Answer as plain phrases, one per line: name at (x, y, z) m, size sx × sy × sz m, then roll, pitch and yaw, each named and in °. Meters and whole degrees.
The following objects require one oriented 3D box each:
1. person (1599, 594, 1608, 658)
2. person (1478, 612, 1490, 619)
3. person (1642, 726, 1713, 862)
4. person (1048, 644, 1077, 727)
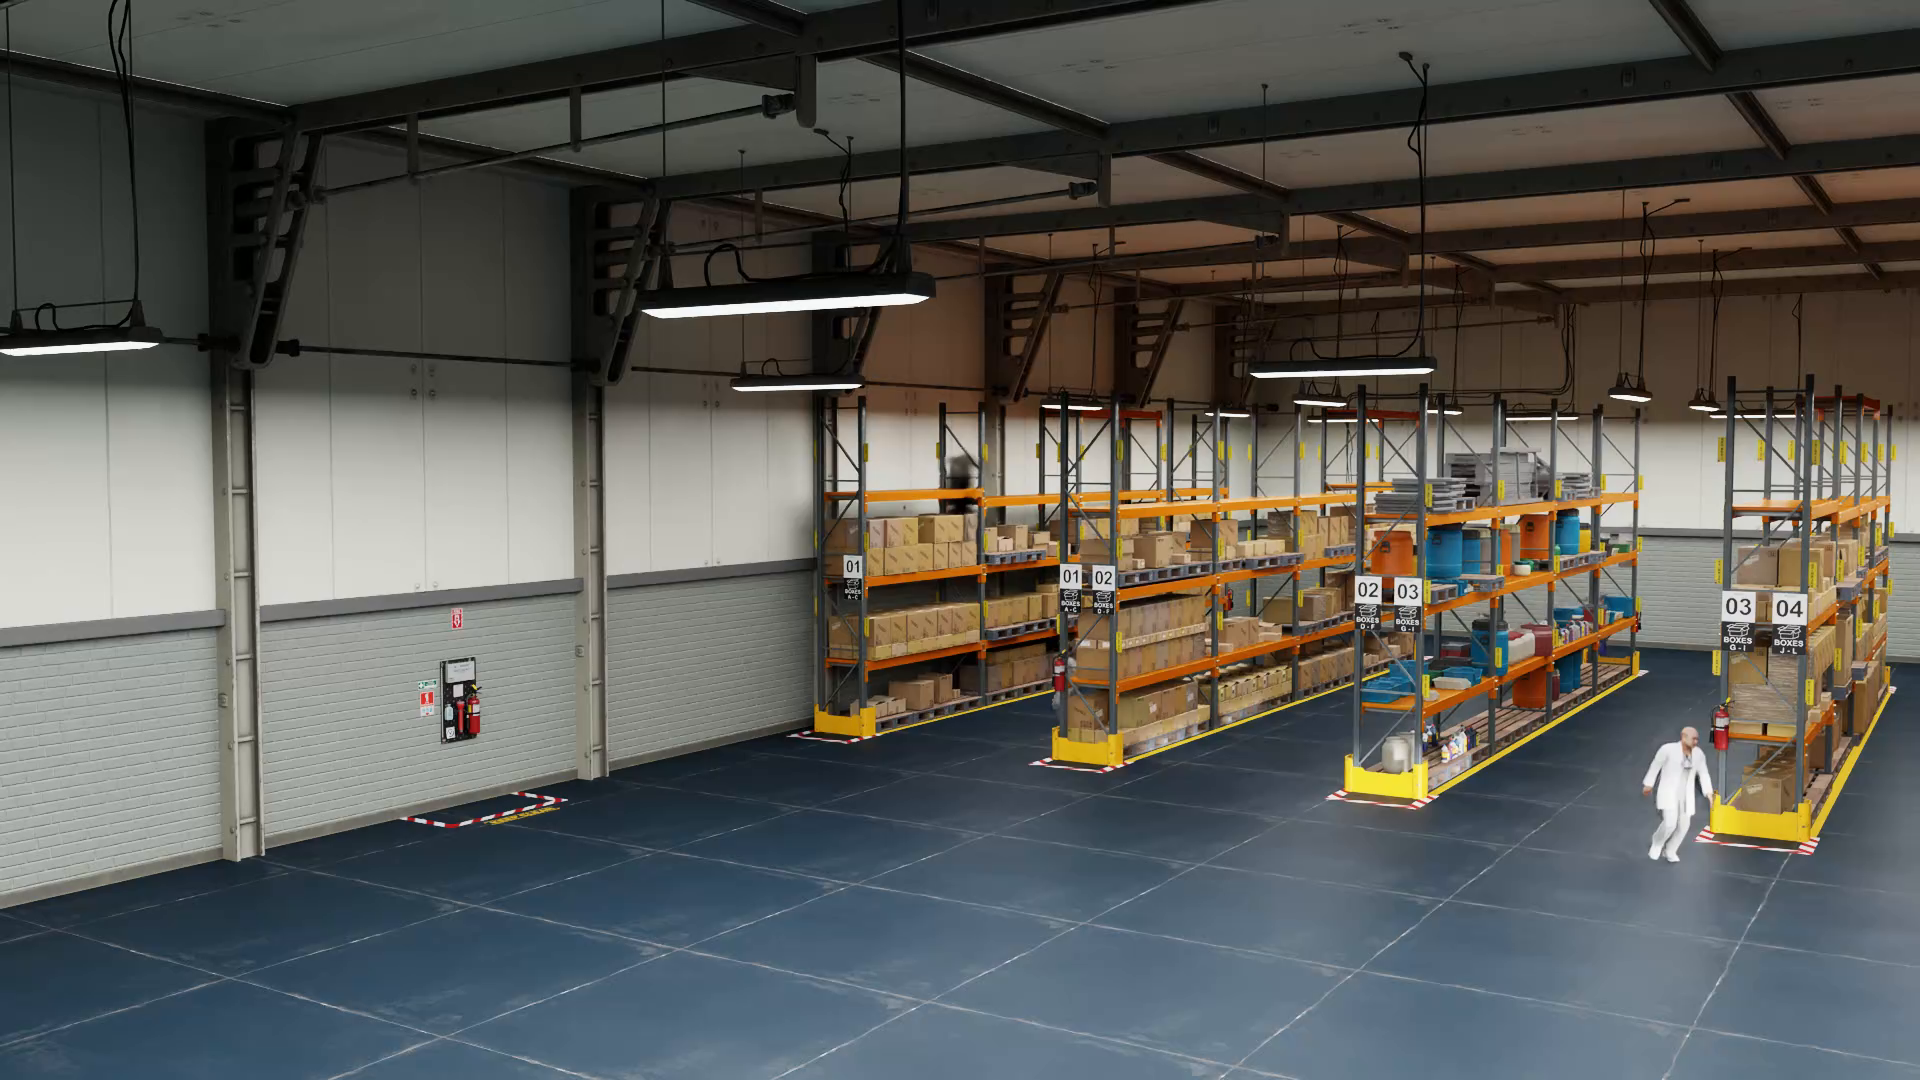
person at (15.449, 2.113, 40.653) m, size 0.954 × 1.600 × 0.630 m, roll 3°, pitch 4°, yaw 42°
person at (10.891, 2.334, 34.689) m, size 0.581 × 1.678 × 0.646 m, roll 3°, pitch 4°, yaw 42°
person at (8.715, 3.082, 20.176) m, size 0.684 × 1.702 × 0.701 m, roll 0°, pitch 3°, yaw -4°
person at (1.903, 2.653, 30.025) m, size 0.541 × 1.582 × 0.637 m, roll -2°, pitch 4°, yaw -37°
